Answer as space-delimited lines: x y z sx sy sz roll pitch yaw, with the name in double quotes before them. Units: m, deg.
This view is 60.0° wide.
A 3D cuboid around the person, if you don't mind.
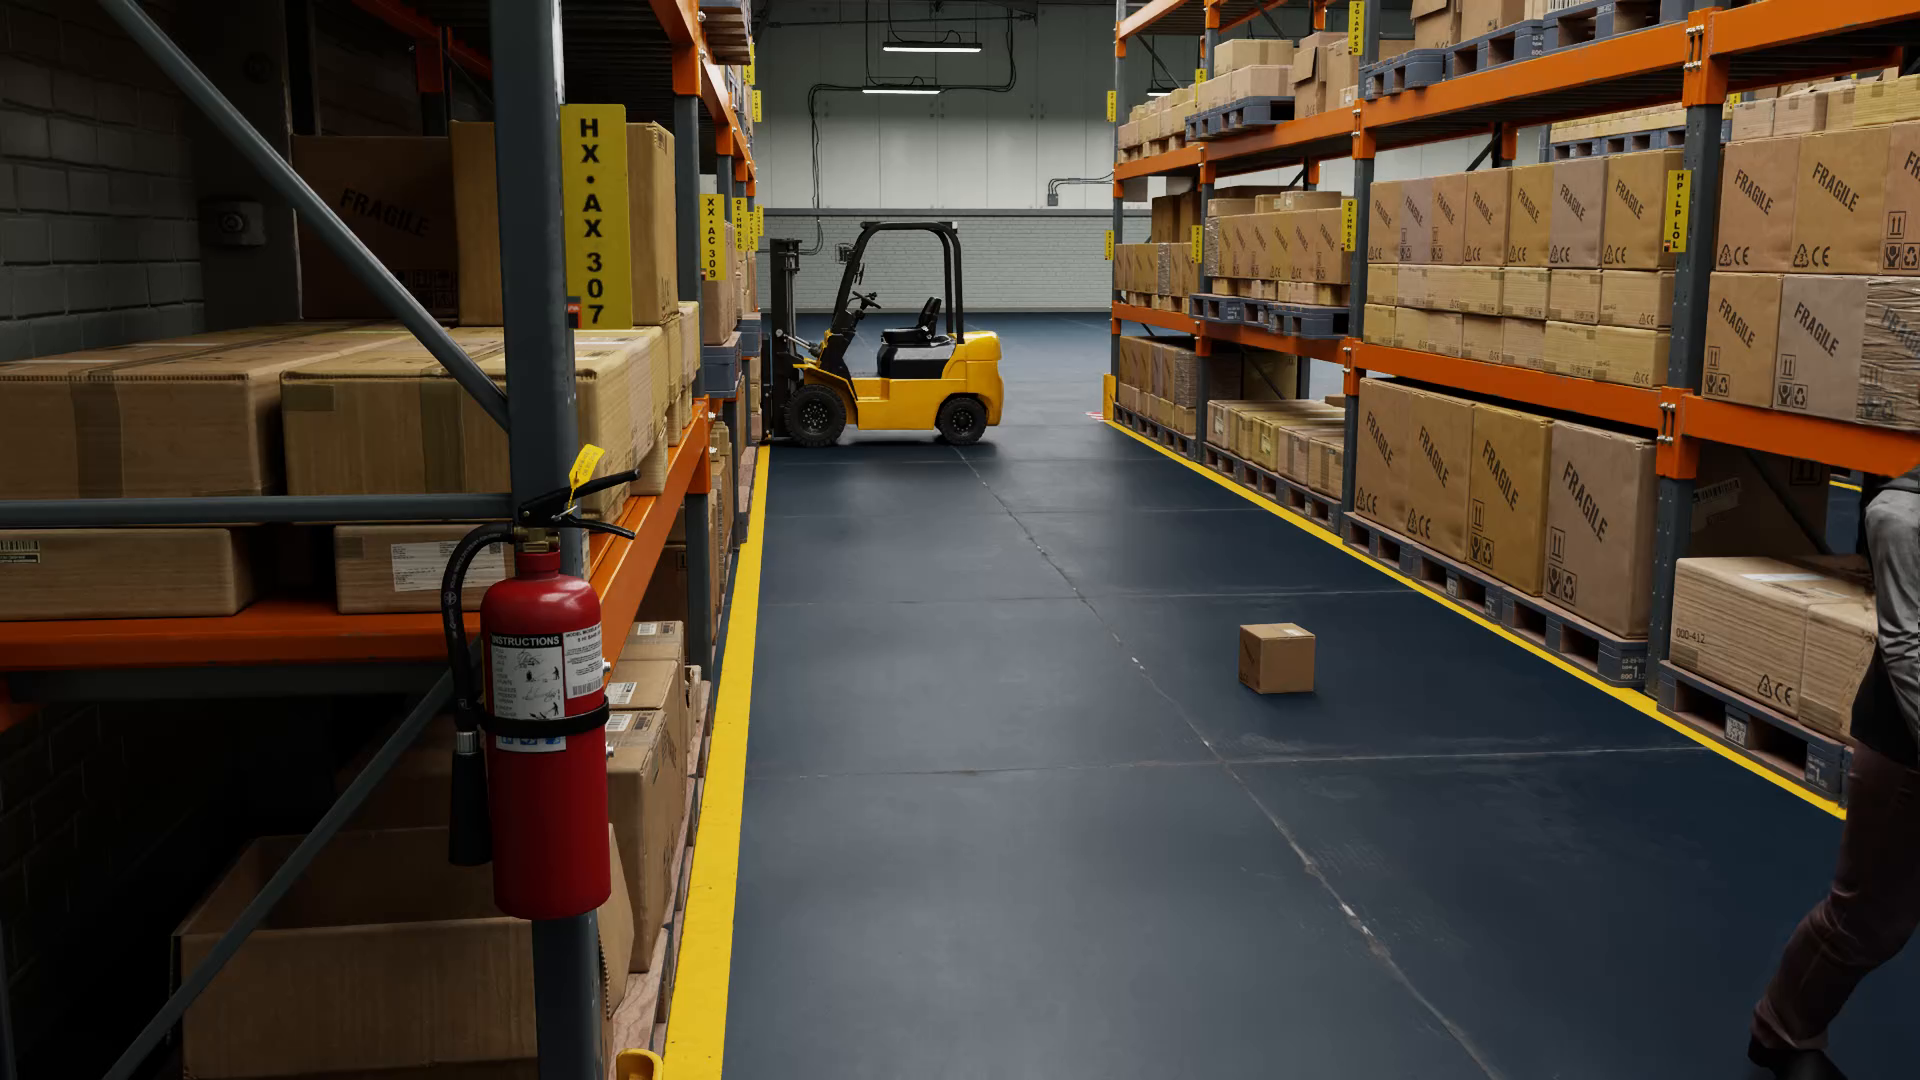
"person" 2.070 0.457 3.297 0.544 1.664 0.996 -4 11 -20
